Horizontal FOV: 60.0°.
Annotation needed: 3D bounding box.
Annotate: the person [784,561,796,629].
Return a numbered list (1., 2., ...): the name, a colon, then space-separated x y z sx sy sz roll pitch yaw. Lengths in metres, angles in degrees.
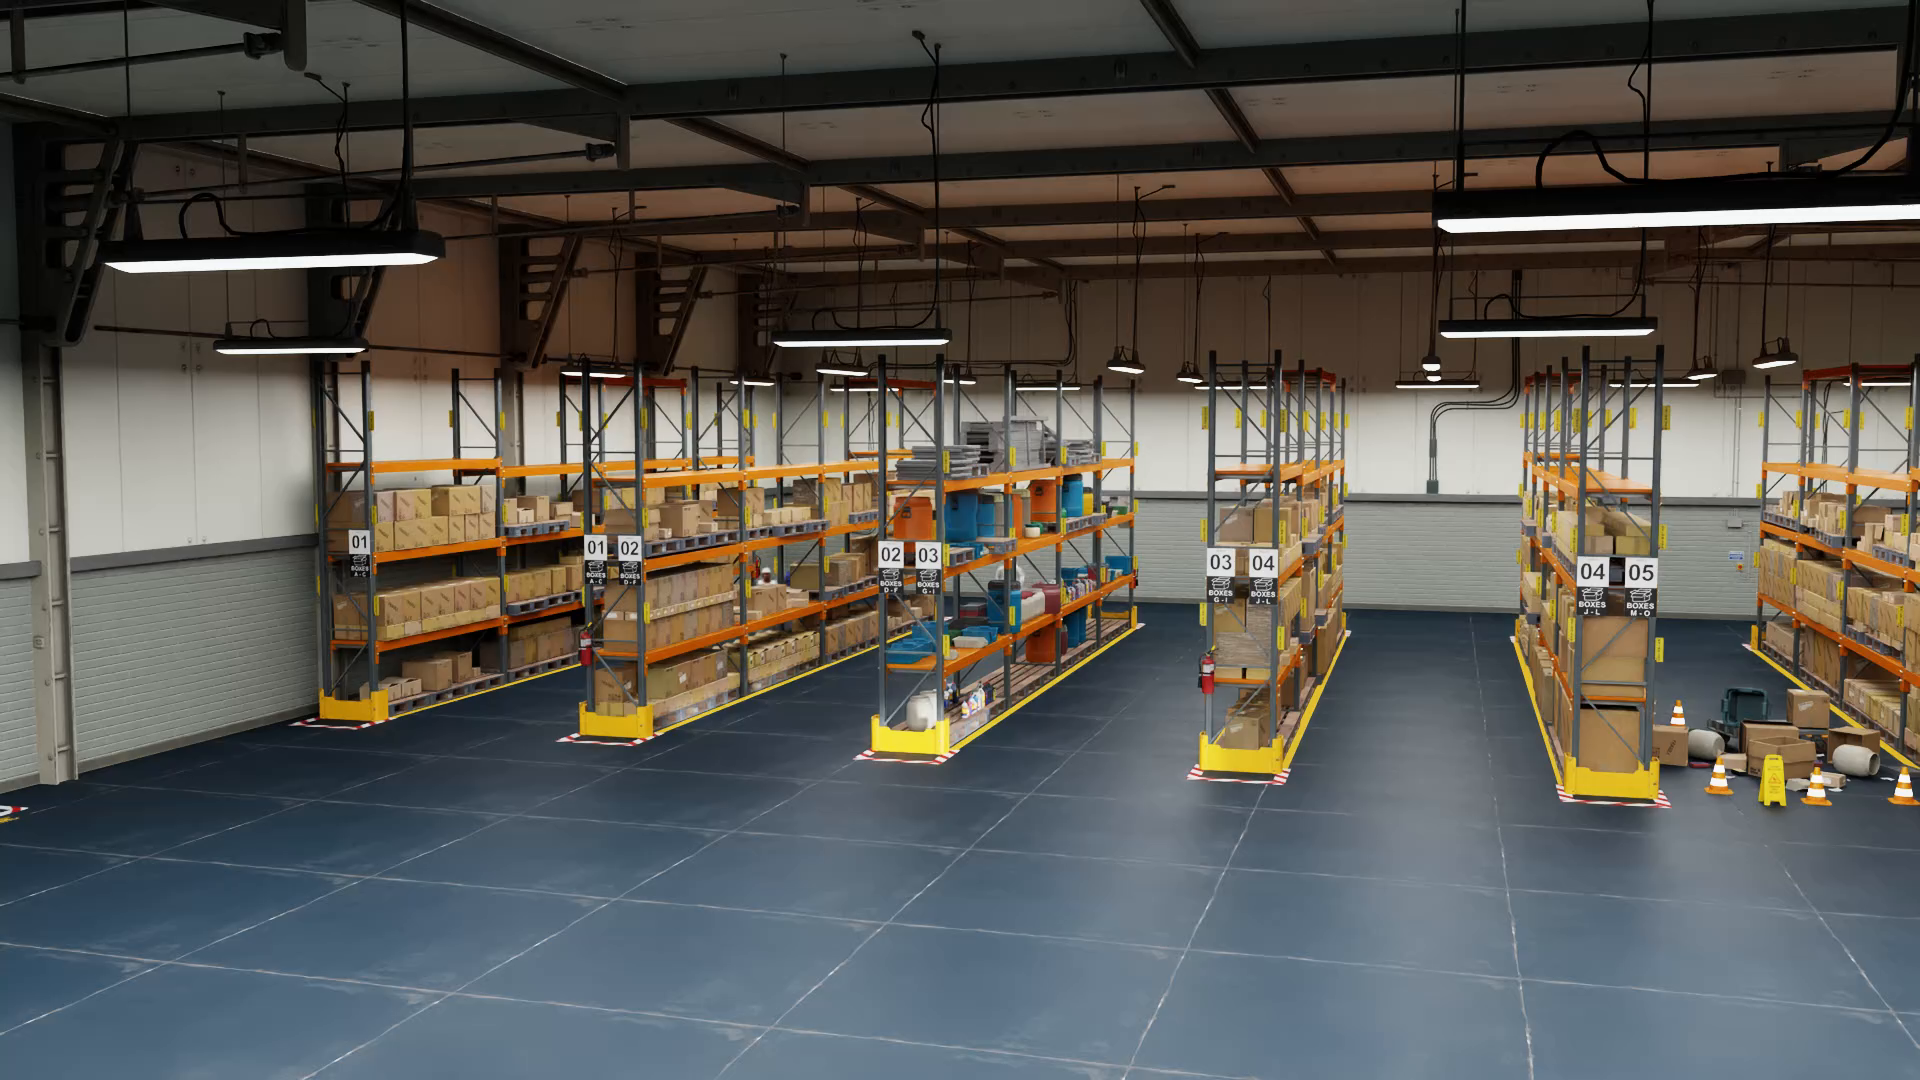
1. person: -4.032 1.309 40.280 0.443 1.587 1.045 1 4 16

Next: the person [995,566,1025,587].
1. person: 1.242 1.286 41.066 0.731 1.587 0.660 2 4 24

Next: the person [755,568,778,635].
1. person: -4.325 1.473 36.878 0.634 1.715 1.054 1 4 12
